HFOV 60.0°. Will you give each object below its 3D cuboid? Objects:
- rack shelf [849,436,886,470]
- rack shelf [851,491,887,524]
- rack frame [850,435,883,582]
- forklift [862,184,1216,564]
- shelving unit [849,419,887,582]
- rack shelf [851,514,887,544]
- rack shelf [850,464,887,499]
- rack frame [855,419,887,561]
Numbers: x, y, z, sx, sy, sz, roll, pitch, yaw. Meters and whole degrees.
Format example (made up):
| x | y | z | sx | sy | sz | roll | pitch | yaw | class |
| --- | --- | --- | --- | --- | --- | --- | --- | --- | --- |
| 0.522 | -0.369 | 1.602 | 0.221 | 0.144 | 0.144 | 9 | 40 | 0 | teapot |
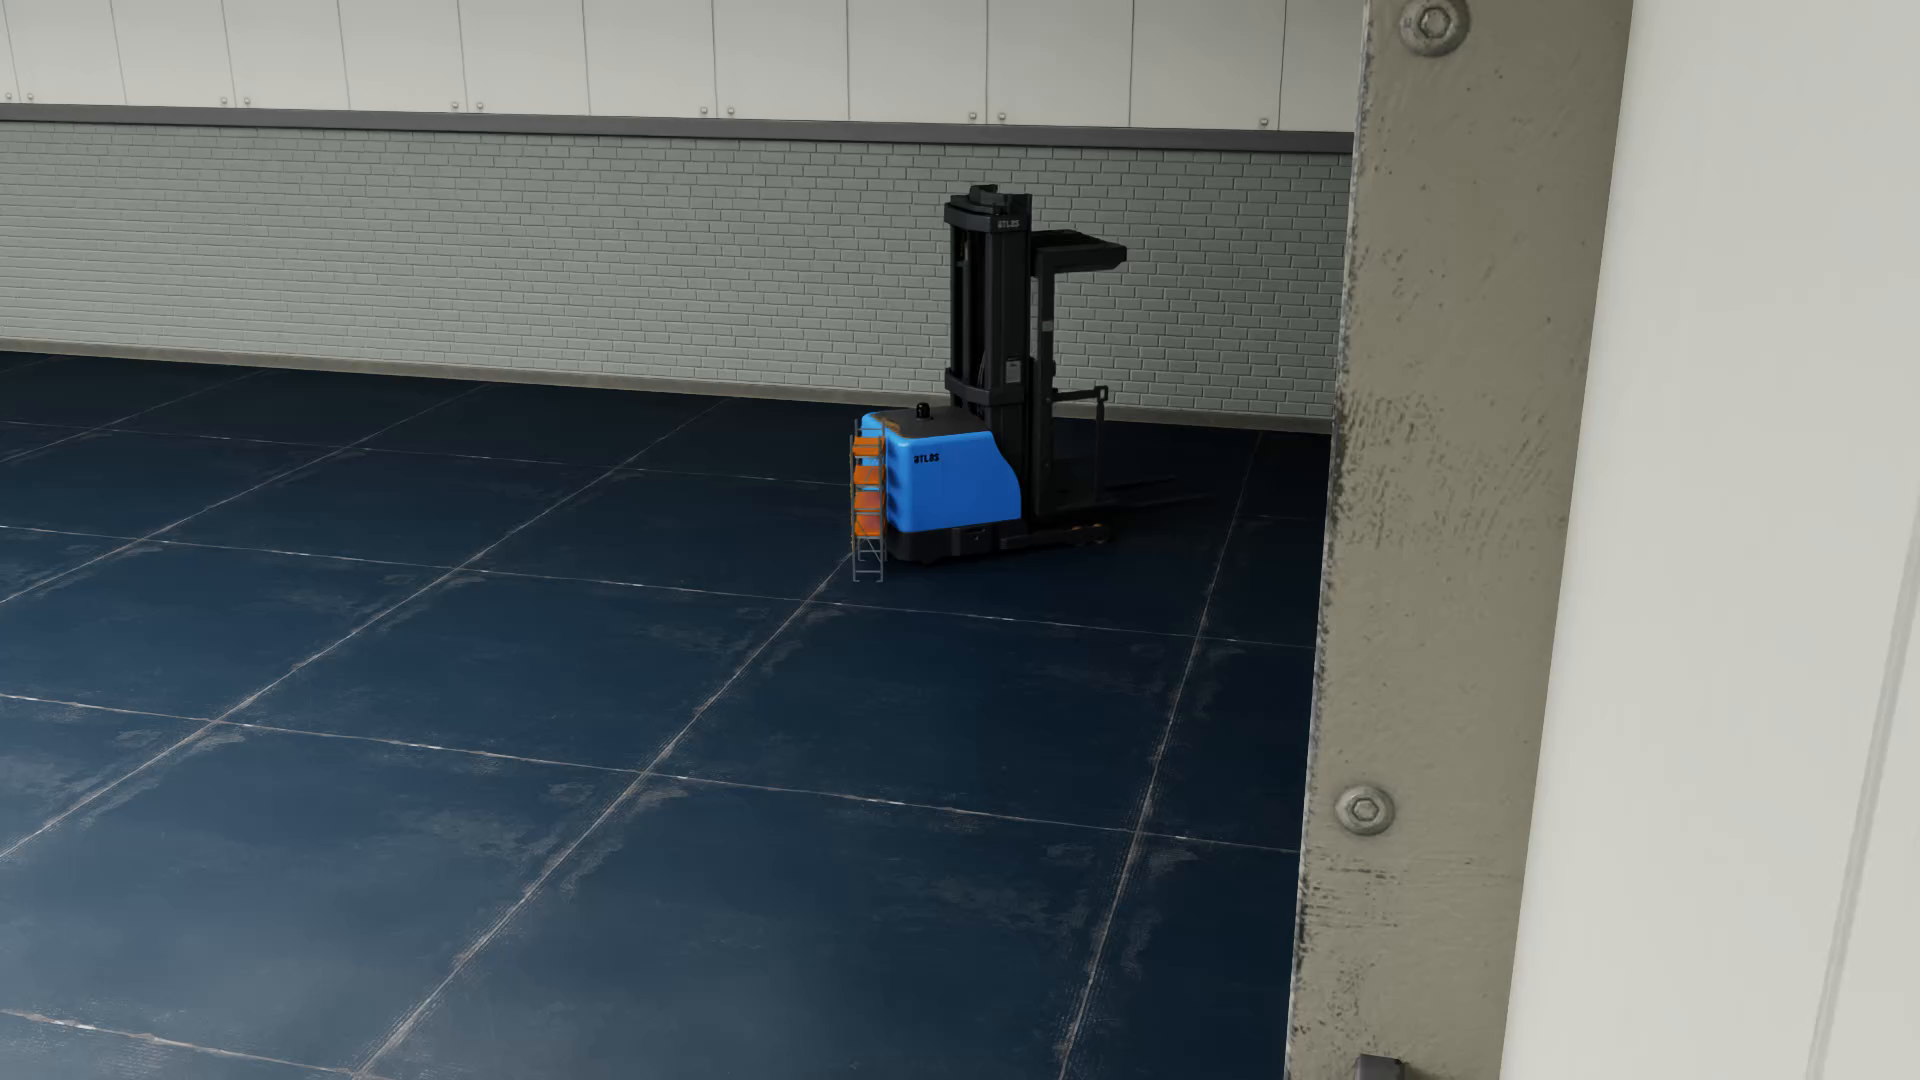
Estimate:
| x | y | z | sx | sy | sz | roll | pitch | yaw | class |
| --- | --- | --- | --- | --- | --- | --- | --- | --- | --- |
| -0.726 | -0.690 | 13.137 | 0.258 | 0.148 | 0.480 | 0 | 19 | 1 | rack shelf |
| -0.726 | -0.255 | 13.286 | 0.258 | 0.148 | 0.480 | 0 | 19 | 1 | rack shelf |
| -0.729 | -0.240 | 13.033 | 0.240 | 1.200 | 0.015 | 0 | 19 | 1 | rack frame |
| 0.728 | -1.481 | 13.988 | 3.031 | 2.935 | 1.130 | -8 | 20 | -21 | forklift |
| -0.726 | -0.319 | 13.264 | 0.258 | 1.200 | 0.503 | 0 | 19 | 1 | shelving unit |
| -0.726 | -0.067 | 13.350 | 0.258 | 0.148 | 0.480 | 0 | 19 | 1 | rack shelf |
| -0.726 | -0.467 | 13.213 | 0.258 | 0.148 | 0.480 | 0 | 19 | 1 | rack shelf |
| -0.722 | -0.397 | 13.495 | 0.240 | 1.200 | 0.015 | 0 | 19 | 1 | rack frame |
